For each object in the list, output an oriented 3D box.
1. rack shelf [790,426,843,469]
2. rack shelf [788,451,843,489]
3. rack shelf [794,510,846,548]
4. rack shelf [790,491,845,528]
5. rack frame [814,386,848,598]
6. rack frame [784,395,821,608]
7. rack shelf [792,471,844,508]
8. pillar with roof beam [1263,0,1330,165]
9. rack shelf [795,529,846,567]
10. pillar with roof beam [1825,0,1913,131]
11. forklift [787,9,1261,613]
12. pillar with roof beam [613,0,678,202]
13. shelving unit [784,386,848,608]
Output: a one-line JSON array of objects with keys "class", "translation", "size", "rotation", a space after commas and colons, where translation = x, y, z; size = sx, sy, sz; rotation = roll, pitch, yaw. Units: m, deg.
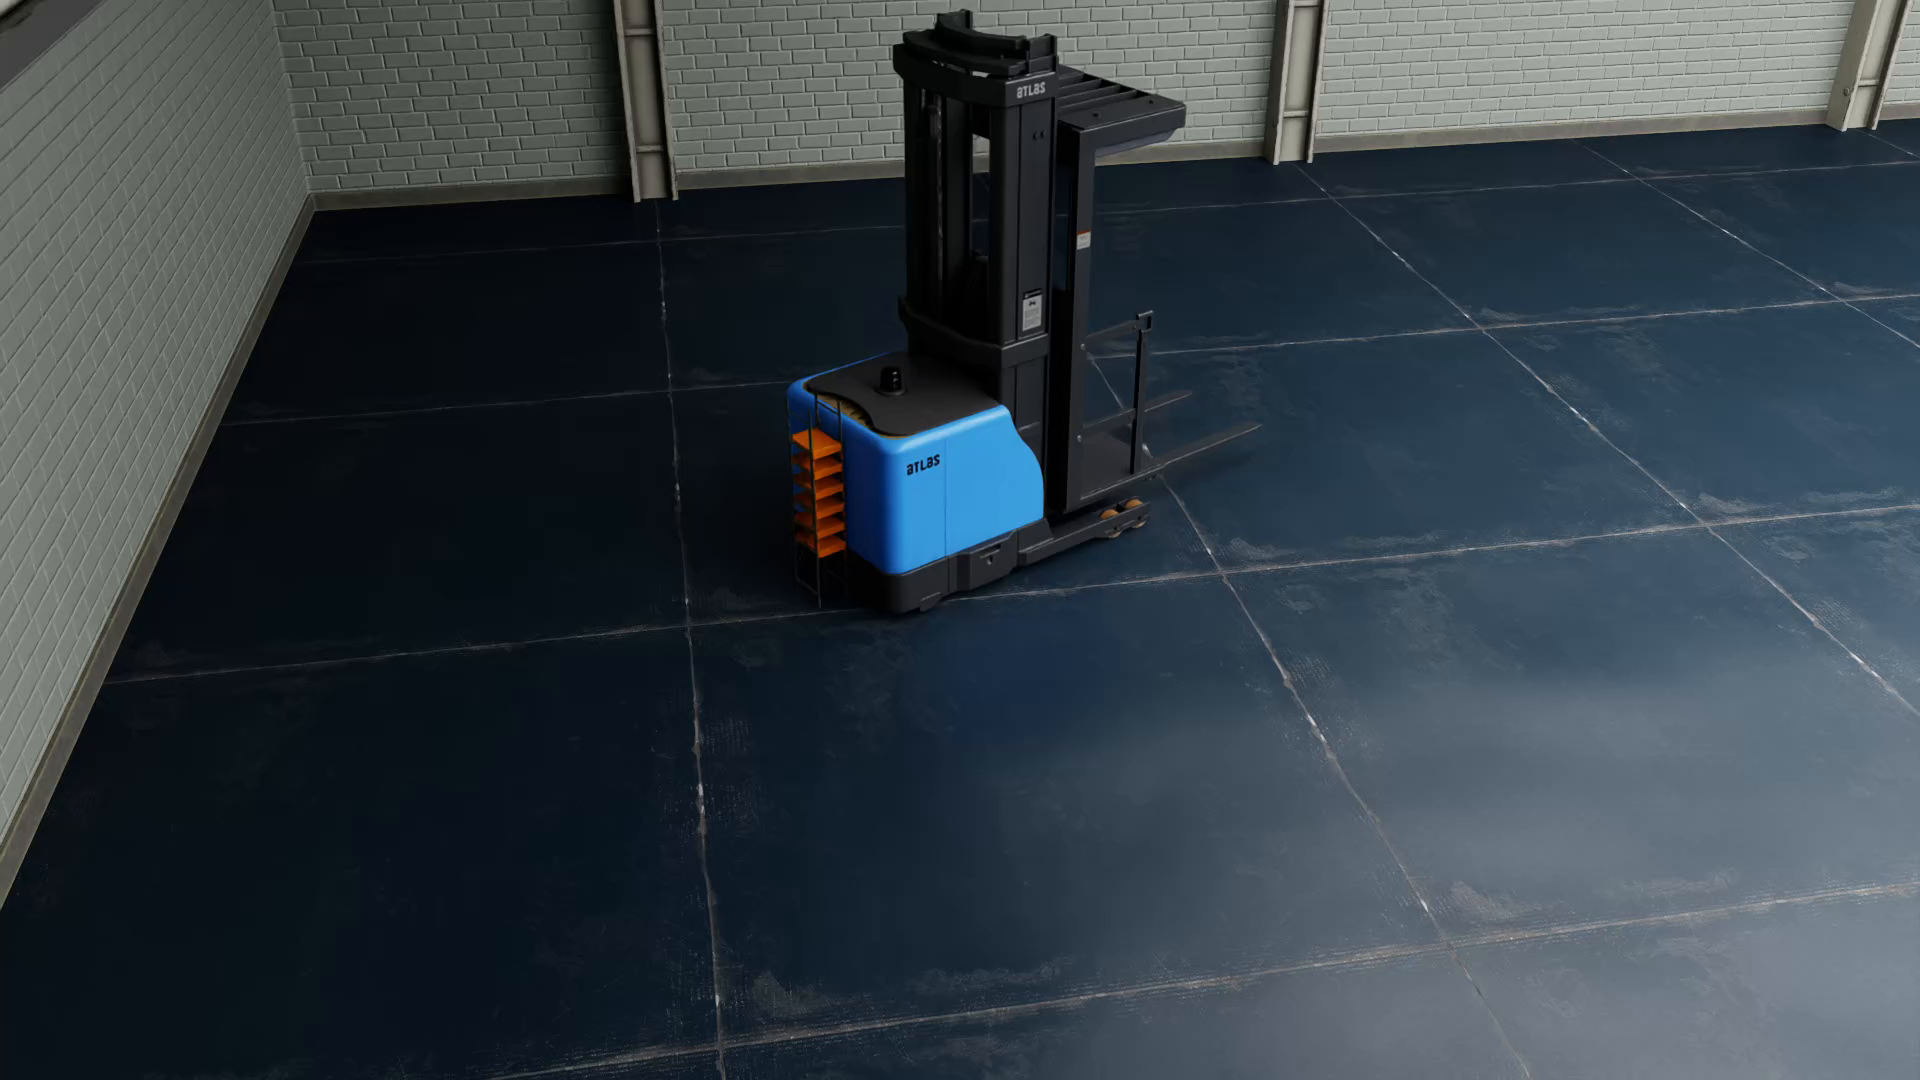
[{"class": "rack shelf", "translation": [-0.767, -0.490, 8.777], "size": [0.180, 0.103, 0.258], "rotation": [-22, 37, -32]}, {"class": "rack shelf", "translation": [-0.767, -0.387, 8.838], "size": [0.180, 0.103, 0.258], "rotation": [-22, 37, -32]}, {"class": "rack shelf", "translation": [-0.767, -0.076, 9.021], "size": [0.180, 0.103, 0.258], "rotation": [-22, 37, -32]}, {"class": "rack shelf", "translation": [-0.767, -0.180, 8.960], "size": [0.180, 0.103, 0.258], "rotation": [-22, 37, -32]}, {"class": "rack frame", "translation": [-0.695, -0.247, 8.986], "size": [0.006, 1.200, 0.240], "rotation": [-22, 37, -32]}, {"class": "rack frame", "translation": [-0.839, -0.190, 8.889], "size": [0.006, 1.200, 0.240], "rotation": [-22, 37, -32]}, {"class": "rack shelf", "translation": [-0.767, -0.283, 8.899], "size": [0.180, 0.103, 0.258], "rotation": [-22, 37, -32]}, {"class": "pillar with roof beam", "translation": [3.922, -5.399, 10.055], "size": [0.400, 9.000, 9.100], "rotation": [-5, 31, -9]}, {"class": "rack shelf", "translation": [-0.767, 0.027, 9.081], "size": [0.180, 0.103, 0.258], "rotation": [-22, 37, -32]}, {"class": "pillar with roof beam", "translation": [9.824, -5.947, 10.986], "size": [0.400, 9.000, 9.100], "rotation": [-5, 31, -9]}, {"class": "forklift", "translation": [0.511, -1.465, 9.349], "size": [3.031, 2.935, 1.130], "rotation": [-22, 37, -32]}, {"class": "pillar with roof beam", "translation": [-1.980, -4.852, 9.123], "size": [0.400, 9.000, 9.100], "rotation": [-5, 31, -9]}, {"class": "shelving unit", "translation": [-0.767, -0.218, 8.937], "size": [0.189, 1.200, 0.258], "rotation": [-22, 37, -32]}]
